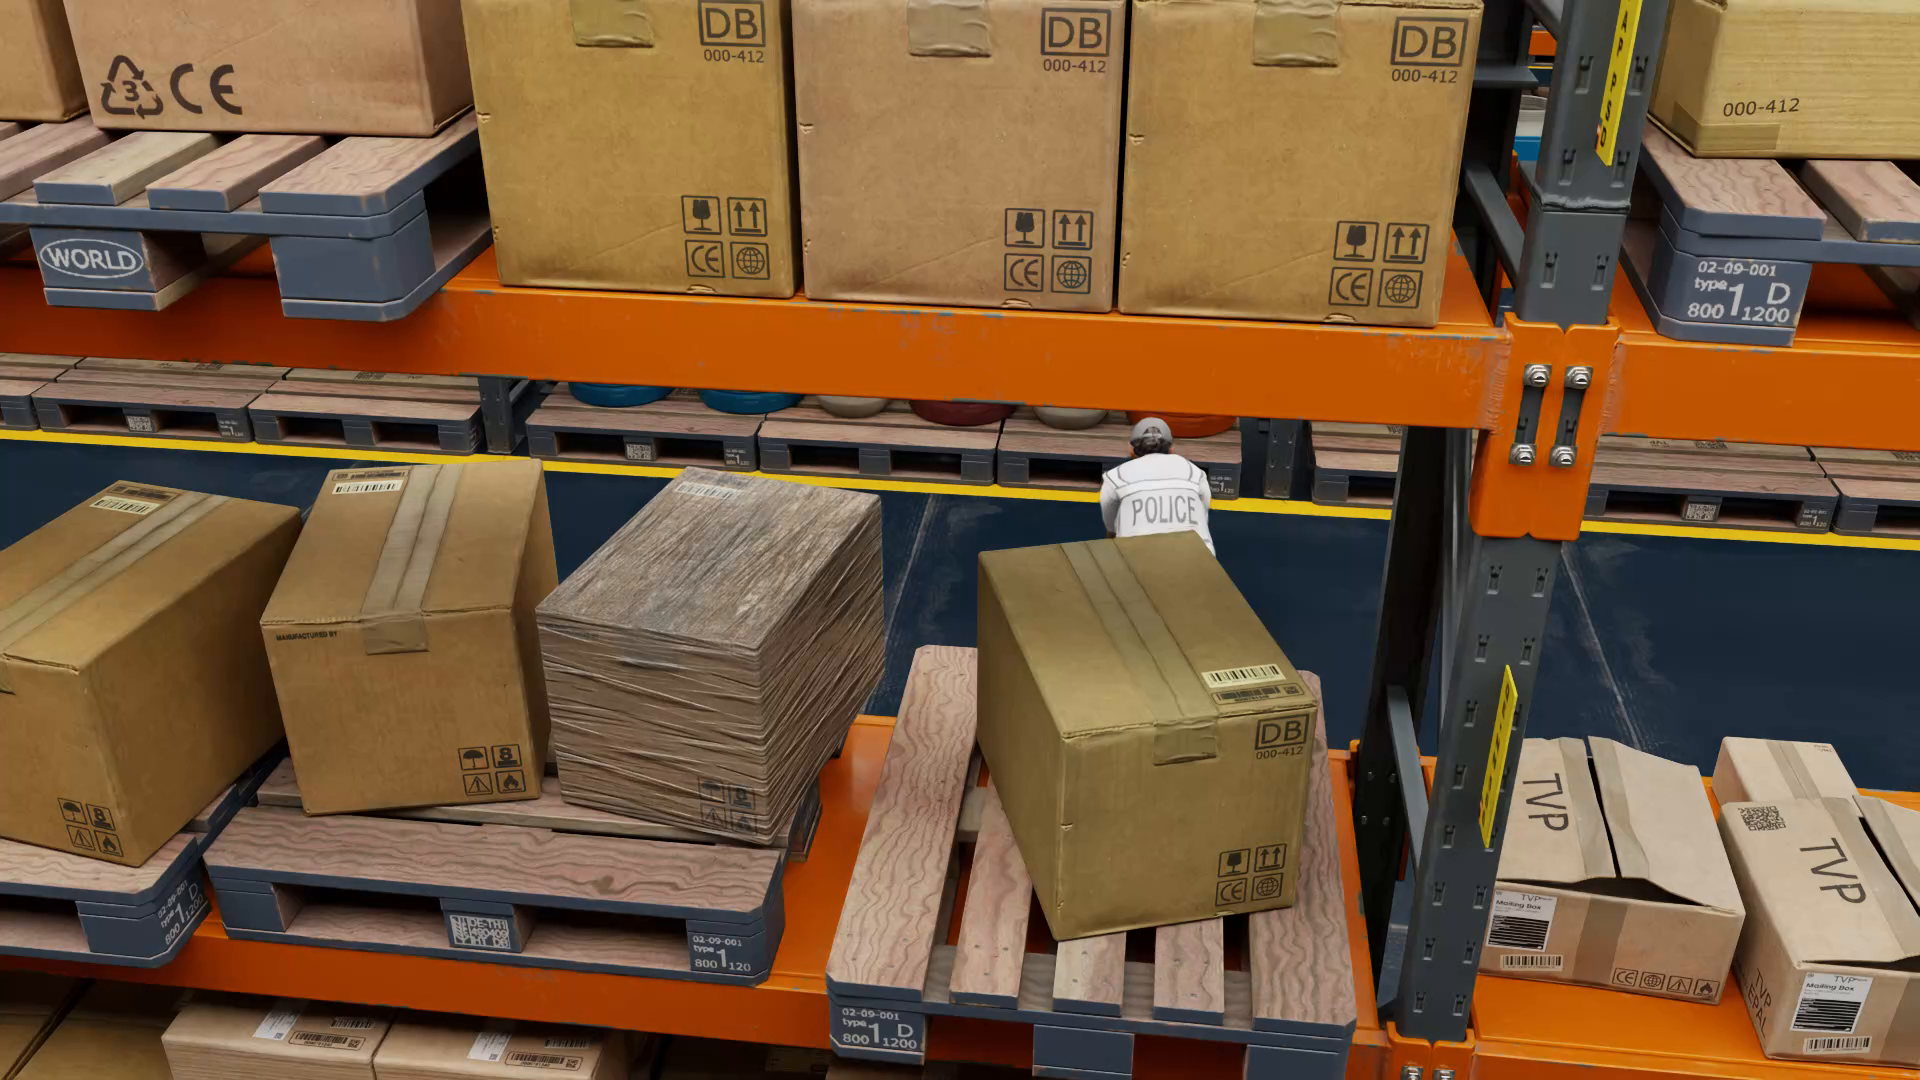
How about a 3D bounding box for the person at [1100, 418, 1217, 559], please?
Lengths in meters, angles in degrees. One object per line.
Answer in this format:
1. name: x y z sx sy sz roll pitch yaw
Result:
1. person: 0.803 0.074 6.736 0.493 0.962 0.844 3 29 5
